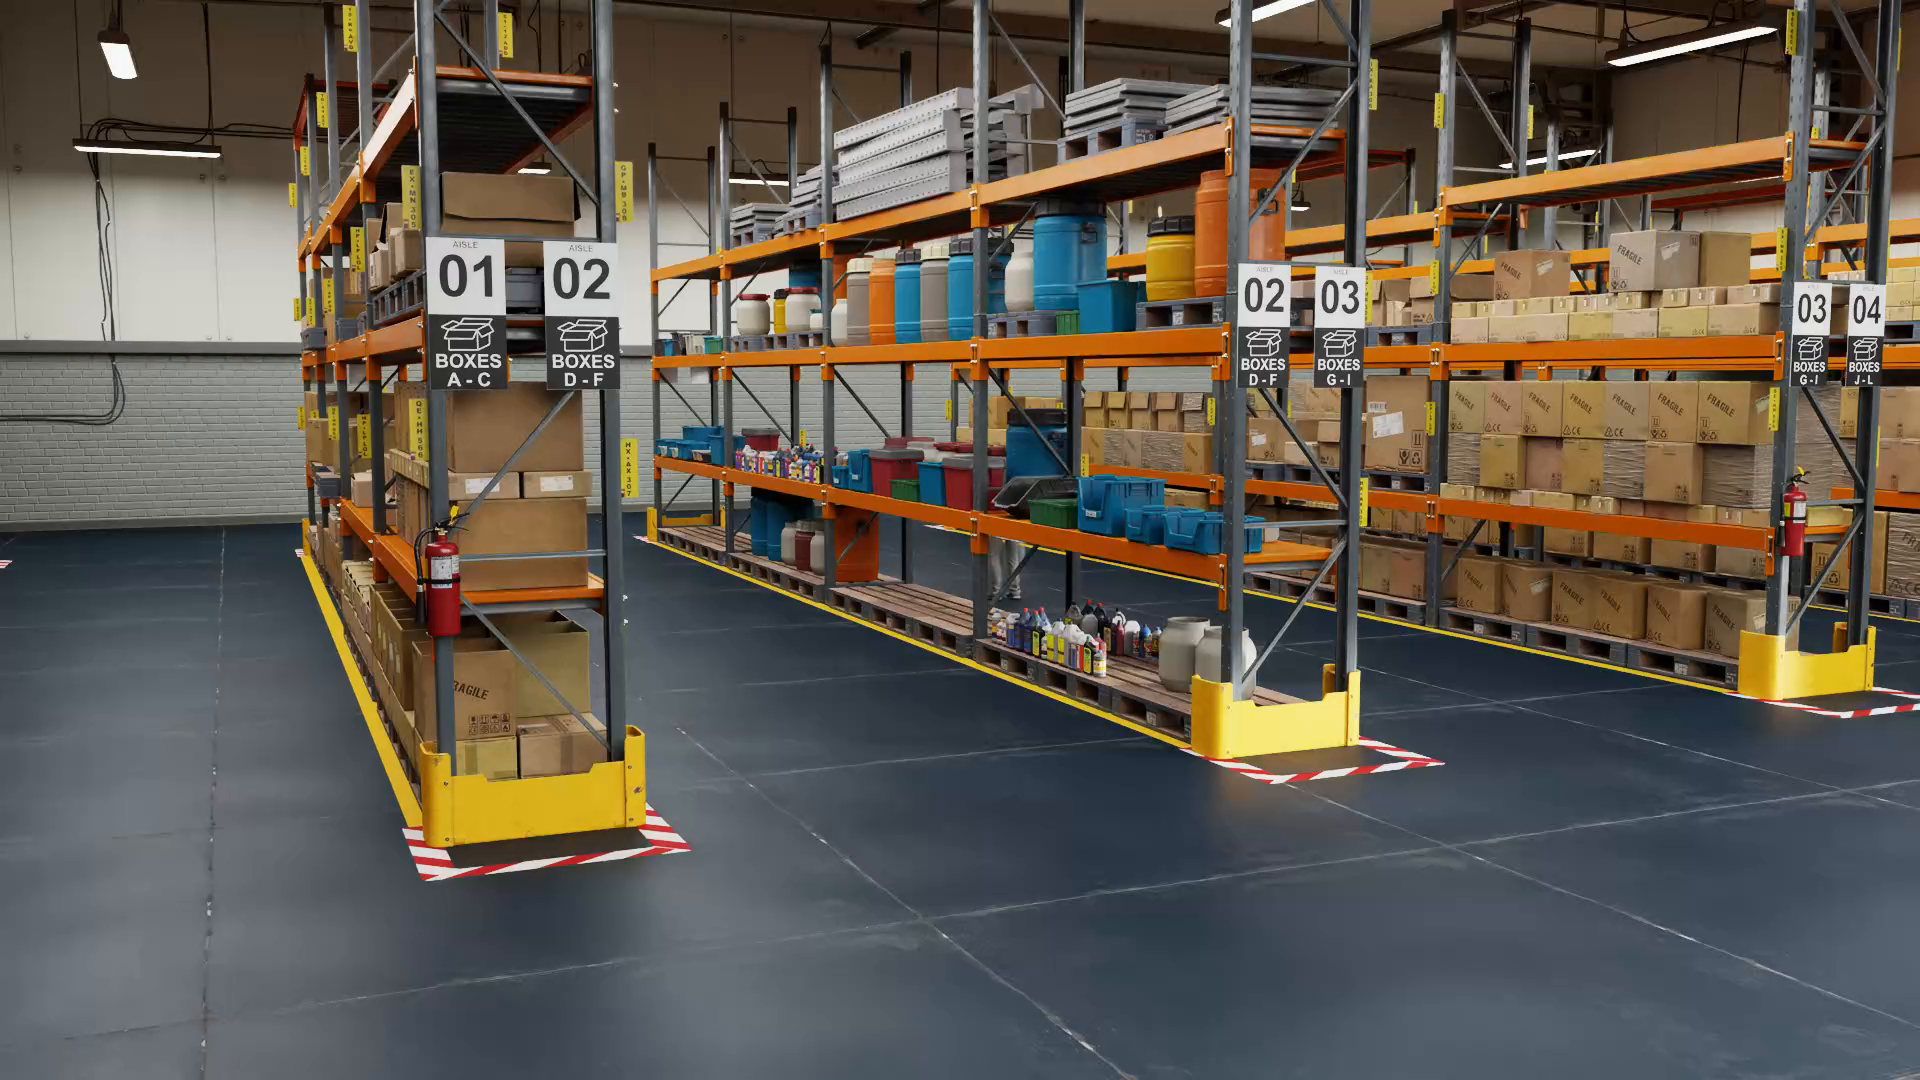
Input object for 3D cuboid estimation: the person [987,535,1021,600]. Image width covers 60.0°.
[{"bbox_3d":[0.471,-0.175,18.709,0.459,1.686,0.553,-2,6,-23],"label":"person"}]
